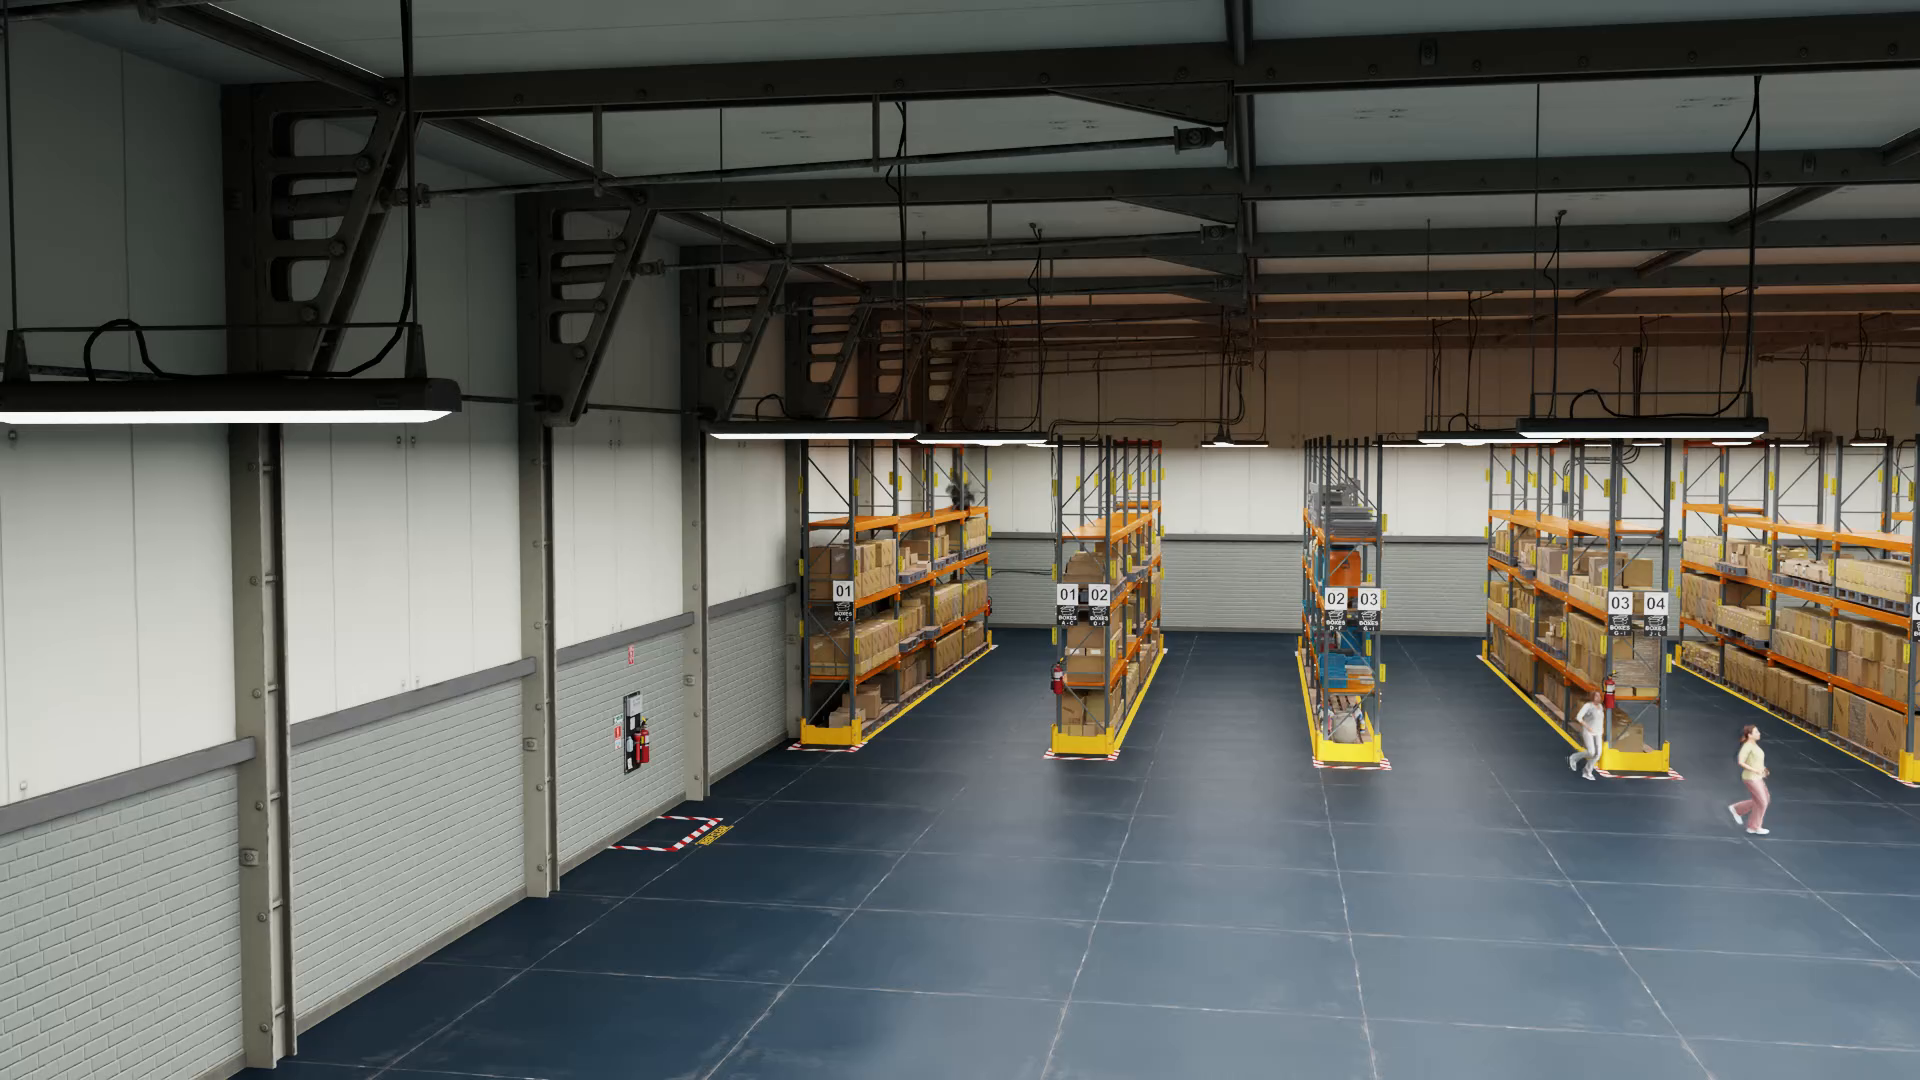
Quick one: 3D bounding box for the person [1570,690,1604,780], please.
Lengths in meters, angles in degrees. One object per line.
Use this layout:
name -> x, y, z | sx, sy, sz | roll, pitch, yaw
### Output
person -> 11.008, 3.393, 29.061 | 0.558, 1.536, 0.552 | -1, 3, -22

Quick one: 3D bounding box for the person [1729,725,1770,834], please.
person -> 11.797, 3.561, 24.858 | 0.579, 1.617, 0.578 | 3, 4, 40
